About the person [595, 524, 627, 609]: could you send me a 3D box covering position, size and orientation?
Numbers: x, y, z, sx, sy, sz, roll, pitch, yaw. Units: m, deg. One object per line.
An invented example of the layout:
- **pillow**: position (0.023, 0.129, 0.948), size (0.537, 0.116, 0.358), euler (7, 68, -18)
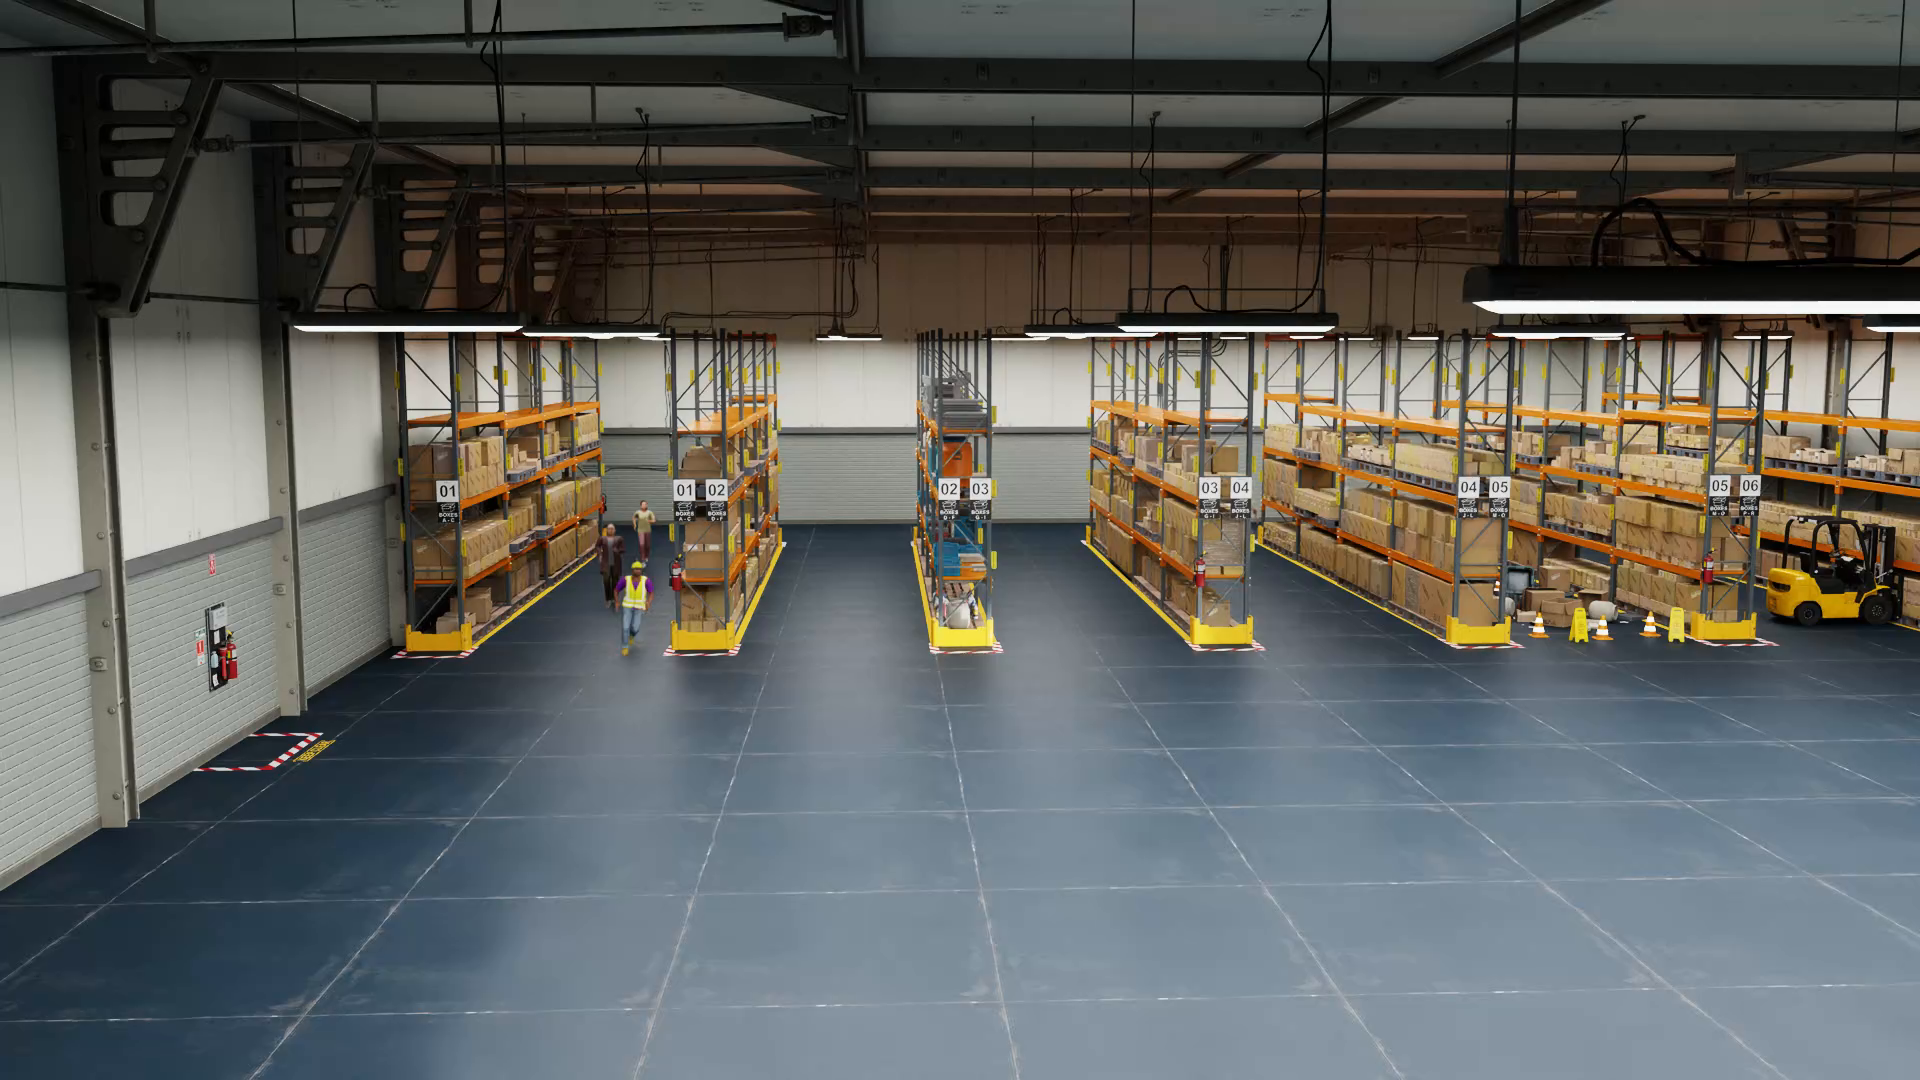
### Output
- **person**: position (-7.609, 0.570, 36.289), size (0.682, 1.841, 0.801), euler (-1, 7, -11)

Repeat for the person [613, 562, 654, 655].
- **person**: position (-6.071, 1.253, 30.947), size (0.743, 1.726, 0.589), euler (-1, 7, -12)

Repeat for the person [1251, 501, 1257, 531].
- **person**: position (7.709, -0.450, 45.047), size (0.710, 1.766, 0.909), euler (0, 7, -4)

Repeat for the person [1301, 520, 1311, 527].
- **person**: position (10.206, -0.980, 49.356), size (0.705, 1.824, 0.632), euler (-3, 7, -21)

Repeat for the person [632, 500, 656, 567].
- **person**: position (-8.145, -0.186, 42.942), size (0.559, 1.688, 0.915), euler (-2, 7, -17)
